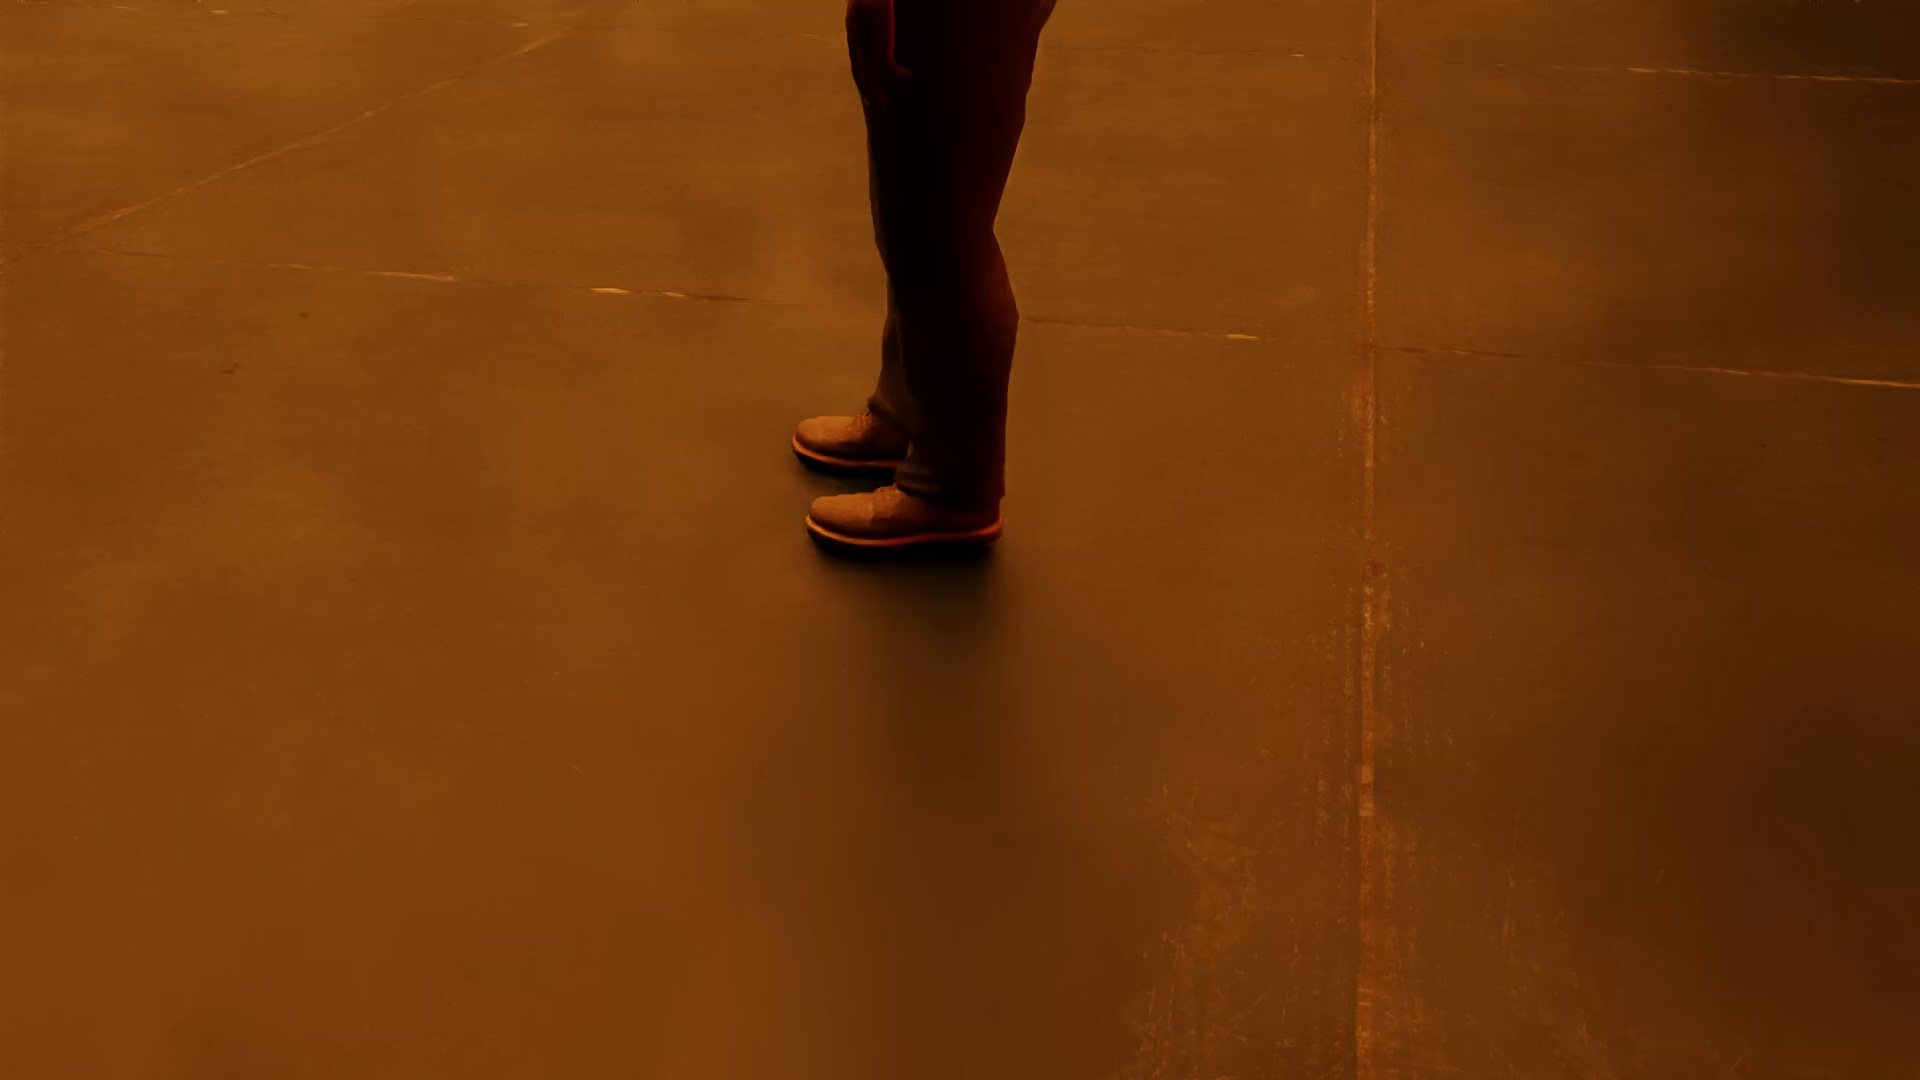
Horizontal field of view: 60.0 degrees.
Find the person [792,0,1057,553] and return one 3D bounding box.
[{"bbox_3d":[-0.081,-0.762,2.158,0.503,1.654,0.570,6,27,11],"label":"person"}]
